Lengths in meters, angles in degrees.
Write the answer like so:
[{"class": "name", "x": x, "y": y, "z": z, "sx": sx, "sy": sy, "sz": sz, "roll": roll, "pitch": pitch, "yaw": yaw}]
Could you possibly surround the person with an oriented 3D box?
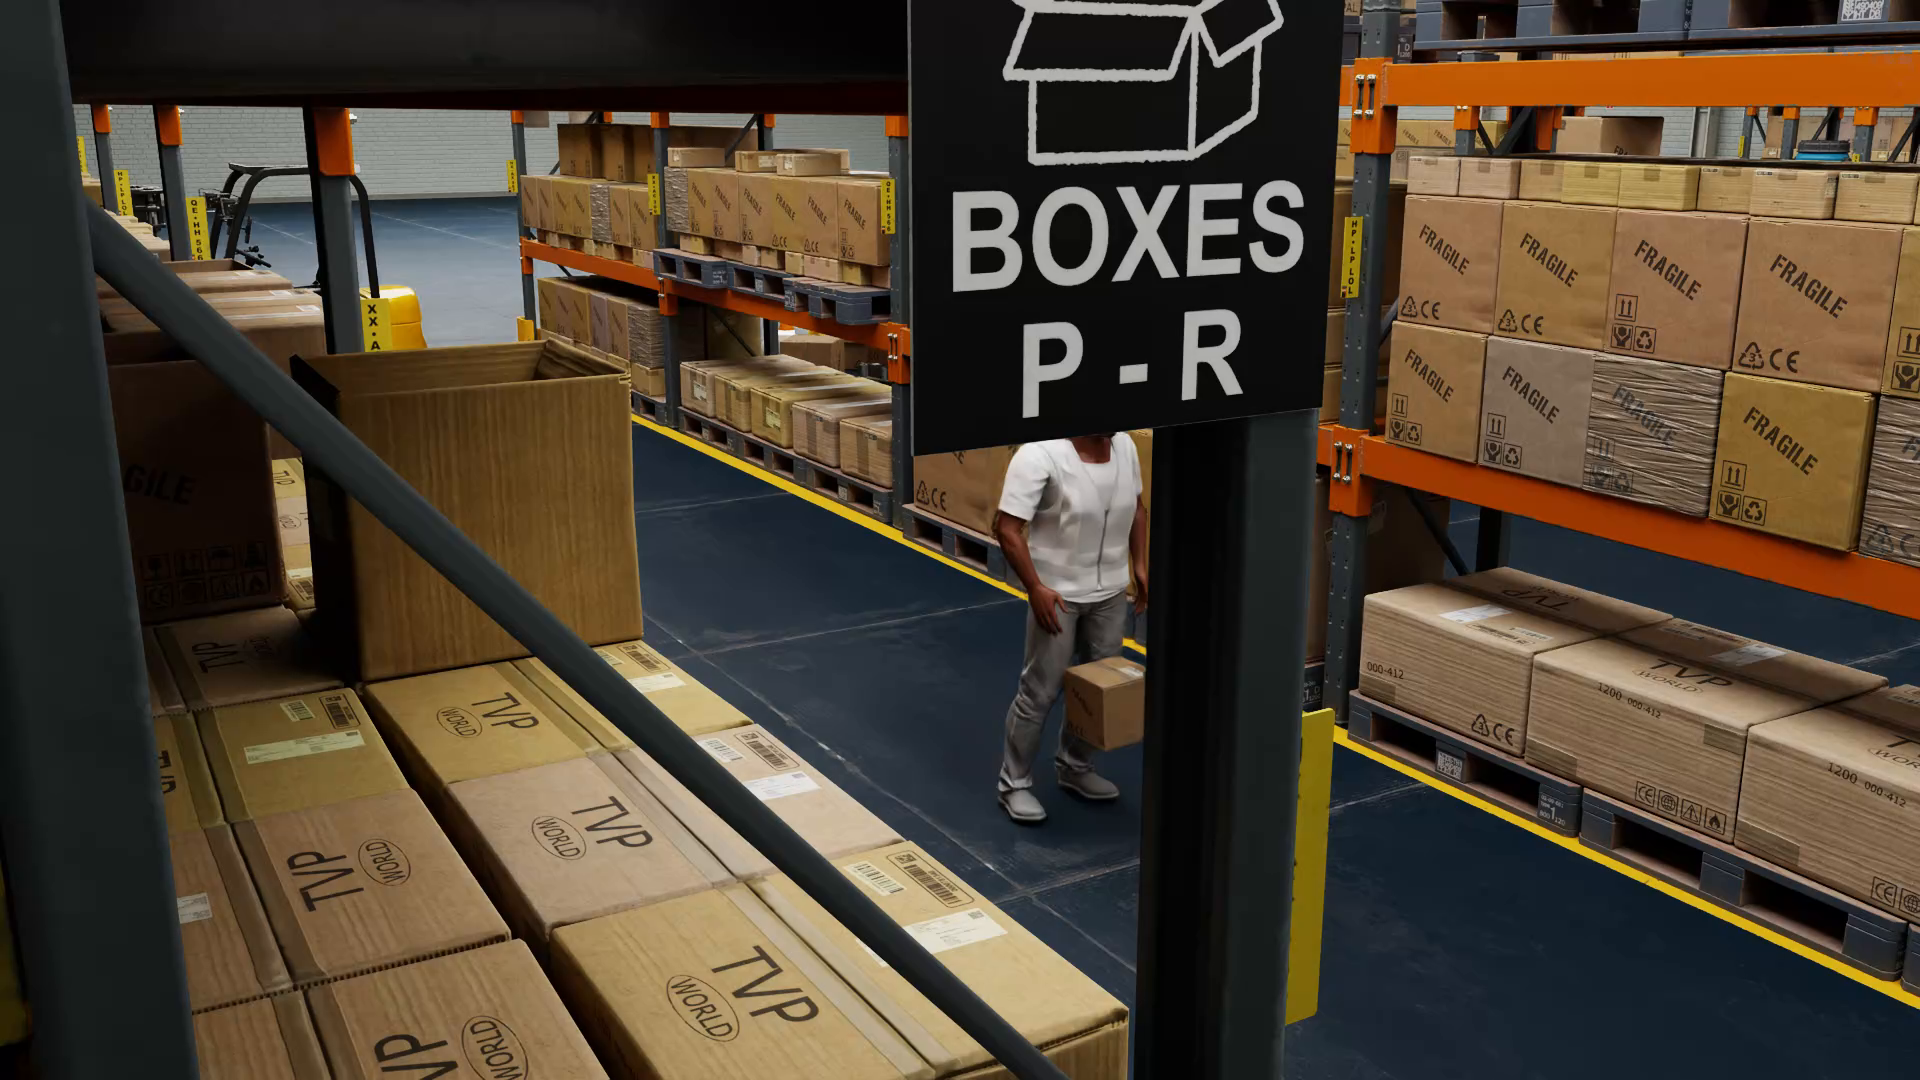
[{"class": "person", "x": 0.439, "y": 0.188, "z": 6.275, "sx": 0.670, "sy": 1.755, "sz": 0.453, "roll": -9, "pitch": 17, "yaw": -30}]
